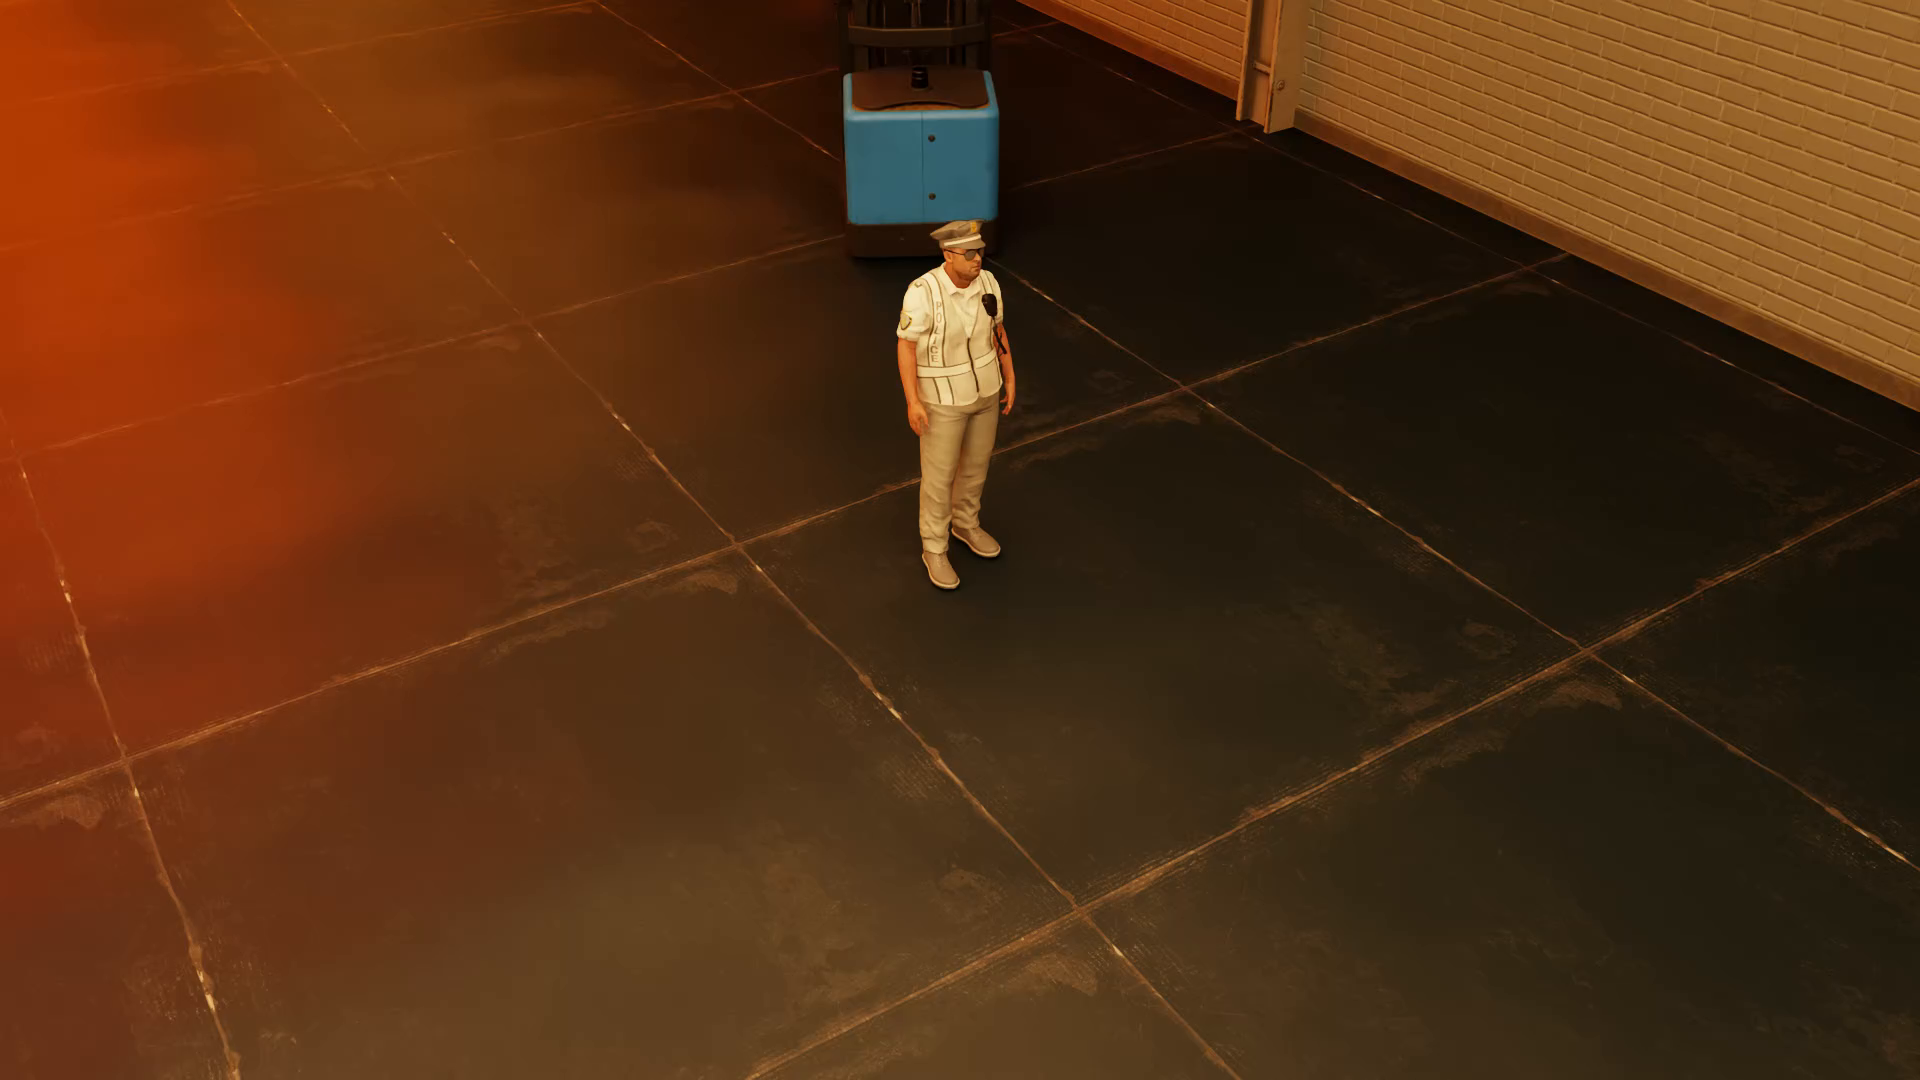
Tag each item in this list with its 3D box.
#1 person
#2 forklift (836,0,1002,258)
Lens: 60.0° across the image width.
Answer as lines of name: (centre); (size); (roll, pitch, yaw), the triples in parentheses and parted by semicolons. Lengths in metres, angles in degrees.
person: (0.032, -0.693, 8.123); (0.640, 1.778, 0.575); (-21, 40, -27)
forklift: (-0.336, -3.943, 11.759); (1.130, 2.935, 3.031); (-2, 35, -3)
